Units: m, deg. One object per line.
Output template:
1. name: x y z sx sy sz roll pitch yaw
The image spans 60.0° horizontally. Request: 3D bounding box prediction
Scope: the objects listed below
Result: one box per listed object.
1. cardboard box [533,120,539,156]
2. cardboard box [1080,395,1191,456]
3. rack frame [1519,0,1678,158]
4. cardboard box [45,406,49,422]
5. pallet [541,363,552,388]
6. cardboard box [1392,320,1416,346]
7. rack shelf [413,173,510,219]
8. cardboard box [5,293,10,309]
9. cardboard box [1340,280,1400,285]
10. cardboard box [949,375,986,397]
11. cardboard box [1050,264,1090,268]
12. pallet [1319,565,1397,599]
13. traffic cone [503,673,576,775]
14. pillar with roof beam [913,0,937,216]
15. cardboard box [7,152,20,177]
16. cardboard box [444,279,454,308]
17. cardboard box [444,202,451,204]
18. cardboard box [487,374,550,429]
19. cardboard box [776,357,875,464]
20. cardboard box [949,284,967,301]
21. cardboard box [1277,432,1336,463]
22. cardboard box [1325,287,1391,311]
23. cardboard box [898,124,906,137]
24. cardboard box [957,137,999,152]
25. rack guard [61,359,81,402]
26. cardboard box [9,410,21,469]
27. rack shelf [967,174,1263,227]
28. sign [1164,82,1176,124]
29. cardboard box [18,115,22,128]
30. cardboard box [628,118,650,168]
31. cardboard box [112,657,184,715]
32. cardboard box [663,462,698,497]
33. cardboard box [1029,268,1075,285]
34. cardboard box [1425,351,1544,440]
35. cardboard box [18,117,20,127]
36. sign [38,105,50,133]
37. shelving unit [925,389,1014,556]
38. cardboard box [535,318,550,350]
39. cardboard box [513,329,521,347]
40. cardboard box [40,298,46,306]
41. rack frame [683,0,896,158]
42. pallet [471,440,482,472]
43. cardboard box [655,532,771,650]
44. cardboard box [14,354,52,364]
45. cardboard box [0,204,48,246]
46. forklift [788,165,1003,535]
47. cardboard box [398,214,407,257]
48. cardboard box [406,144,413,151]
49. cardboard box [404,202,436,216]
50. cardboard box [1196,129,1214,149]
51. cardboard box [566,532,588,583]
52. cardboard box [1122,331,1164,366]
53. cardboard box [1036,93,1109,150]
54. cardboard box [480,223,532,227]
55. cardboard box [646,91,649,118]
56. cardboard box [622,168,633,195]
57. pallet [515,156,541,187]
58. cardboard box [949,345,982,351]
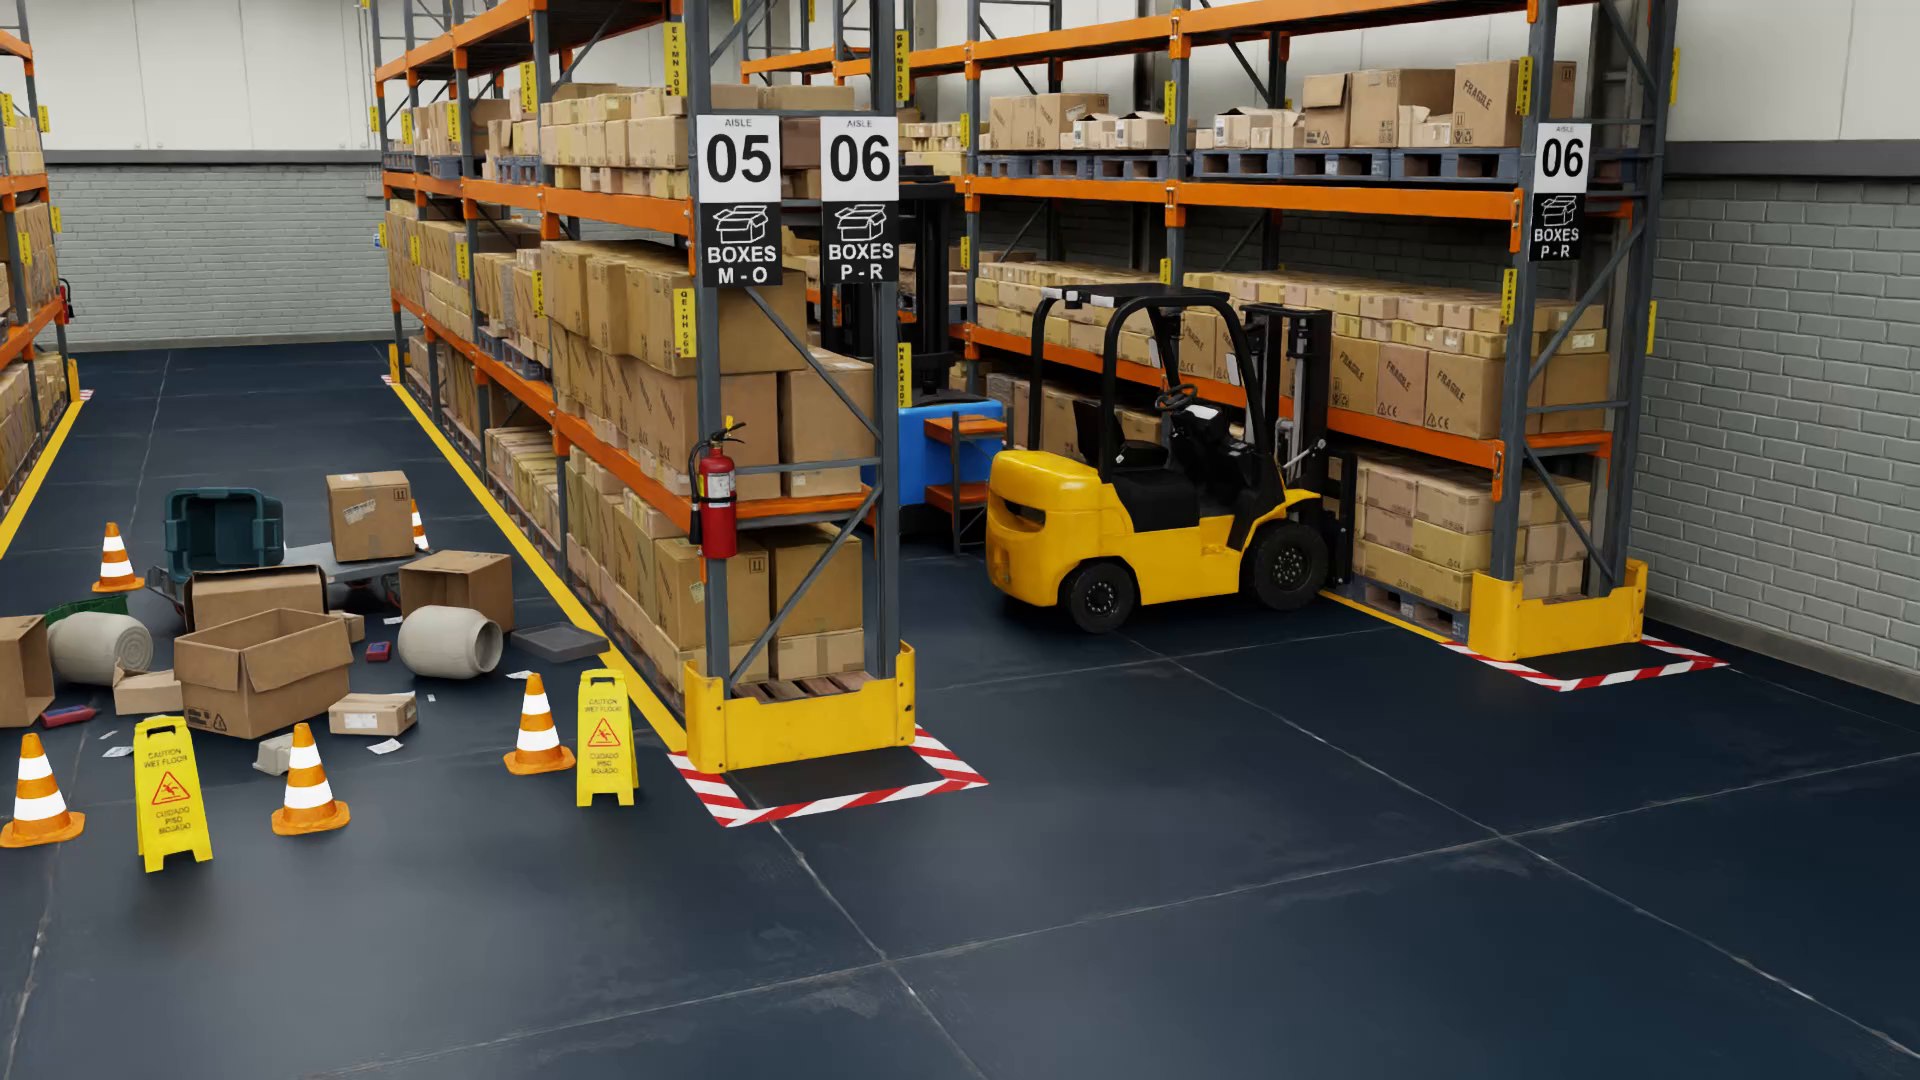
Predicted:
1. cardboard box: -2.759 -2.886 11.934 0.500 0.250 0.500 -6 14 -24
2. cardboard box: 1.631 -0.950 15.156 0.875 0.625 0.625 -6 14 -24
3. rack frame: 3.757 -3.731 9.532 1.000 3.000 0.127 -6 14 -23
4. cardboard box: -10.050 -1.345 17.920 0.380 0.149 0.250 -5 14 -21
5. pallet: -2.565 -1.263 12.599 1.003 0.211 1.213 -6 14 -23
6. cardboard box: 3.095 -1.380 11.021 0.380 0.149 0.250 -6 14 -23
7. rack shelf: -4.795 -3.536 16.937 1.077 0.370 4.000 -6 14 -23
8. cardboard box: -9.751 -2.388 16.661 0.380 0.149 0.250 -6 14 -24
9. cardboard box: 3.043 -1.838 12.338 0.380 0.149 0.250 -6 14 -24
10. cardboard box: 0.186 -1.515 17.877 0.500 0.500 0.500 -5 14 -21
11. cardboard box: 1.123 -2.674 16.609 0.380 0.149 0.250 -6 14 -23
12. pallet: 2.927 0.145 12.276 1.003 0.211 1.213 -6 14 -23
13. traffic cone: -2.144 0.905 8.434 0.336 0.463 0.334 -6 14 -23
14. pillar with roof beam: -4.448 -6.046 19.537 9.100 9.000 0.400 -6 14 -23
15. cardboard box: -10.035 -3.878 17.152 0.500 0.250 0.500 -5 14 -20
16. cardboard box: -4.854 -2.469 16.608 0.500 0.250 0.500 -6 14 -24
17. cardboard box: -6.222 -4.146 20.752 0.380 0.149 0.250 -5 14 -21
18. cardboard box: -4.195 -1.331 16.250 0.875 0.875 0.875 -6 14 -23
19. cardboard box: -0.725 -0.675 8.754 0.500 0.500 0.500 -6 14 -24
20. cardboard box: -0.062 -2.644 17.767 0.380 0.149 0.250 -5 14 -22
21. cardboard box: 2.466 -0.650 12.474 0.500 0.250 0.500 -5 14 -21
22. cardboard box: 2.800 -1.689 11.695 0.380 0.149 0.250 -5 14 -22
23. cardboard box: -0.662 -4.610 18.728 0.380 0.149 0.250 -6 14 -23
24. cardboard box: 0.190 -4.095 17.206 0.380 0.149 0.250 -5 14 -22
25. rack guard: -11.664 -1.963 20.742 1.175 0.500 0.348 -6 14 -23
26. cardboard box: -8.953 -0.909 15.256 0.500 0.500 0.500 -6 14 -24
27. rack shelf: 1.353 -3.158 15.307 1.077 0.370 4.000 -6 14 -23
28. sign: 1.661 -3.450 13.126 0.100 0.325 0.005 -6 14 -23
29. cardboard box: -10.695 -4.660 18.541 0.380 0.149 0.250 -6 14 -25
30. cardboard box: -1.430 -2.079 8.719 0.500 0.250 0.500 -6 14 -24
31. cardboard box: -4.511 0.804 9.309 0.396 0.266 0.258 -3 13 -13
32. cardboard box: -1.339 -0.337 8.729 0.380 0.149 0.250 -6 14 -24
33. cardboard box: 0.889 -2.525 15.967 0.380 0.149 0.250 -5 14 -22
34. cardboard box: 3.319 -0.935 10.534 0.500 0.500 0.500 -6 14 -24
35. cardboard box: -10.586 -4.607 18.310 0.380 0.149 0.250 -6 14 -25
36. sign: -11.177 -5.135 20.289 0.100 0.325 0.005 -6 14 -23
37. shelving unit: -0.021 -0.561 13.260 0.538 1.125 1.048 -6 15 -23
38. cardboard box: -2.787 -1.658 12.069 0.500 0.500 0.500 -6 14 -24
39. cardboard box: -3.432 -1.672 13.566 0.380 0.149 0.250 -5 14 -21
40. cardboard box: -10.923 -2.819 19.456 0.380 0.149 0.250 -6 14 -25
41. rack frame: -0.790 -3.281 7.591 1.000 3.000 0.127 -6 14 -23
42. pallet: -4.241 -0.823 16.456 1.003 0.211 1.213 -6 14 -23
43. cardboard box: -1.350 0.269 9.059 0.500 0.500 0.500 -6 14 -23
44. cardboard box: -11.202 -2.158 20.115 0.380 0.149 0.250 -5 14 -22
45. cardboard box: -11.080 -3.700 19.607 0.500 0.500 0.500 -6 14 -25
46. forklift: -0.797 -1.746 14.413 1.130 2.935 3.031 -7 15 -29
47. cardboard box: -6.640 -3.761 20.527 0.500 0.500 0.500 -6 14 -23
48. cardboard box: -6.146 -4.590 19.043 0.396 0.266 0.258 -5 14 -21
49. cardboard box: -6.578 -4.044 20.313 0.380 0.149 0.250 -6 14 -23
50. cardboard box: 2.056 -3.106 12.891 0.380 0.149 0.250 -5 14 -22
51. cardboard box: -2.403 0.096 11.469 0.500 0.250 0.500 -6 14 -26
52. cardboard box: 1.713 -1.642 14.143 0.500 0.250 0.500 -5 14 -22
53. cardboard box: 1.027 -3.842 15.291 0.500 0.500 0.500 -5 14 -22
54. cardboard box: -4.788 -3.091 17.636 0.500 0.500 0.500 -5 14 -21
55. cardboard box: -1.437 -2.294 8.767 0.380 0.149 0.250 -6 14 -23
56. cardboard box: -1.676 -2.013 9.321 0.380 0.149 0.250 -6 14 -25
57. pallet: -2.542 -2.692 12.114 1.213 0.211 1.003 -6 14 -23
58. cardboard box: 0.062 -2.162 19.231 0.380 0.149 0.250 -6 14 -23
